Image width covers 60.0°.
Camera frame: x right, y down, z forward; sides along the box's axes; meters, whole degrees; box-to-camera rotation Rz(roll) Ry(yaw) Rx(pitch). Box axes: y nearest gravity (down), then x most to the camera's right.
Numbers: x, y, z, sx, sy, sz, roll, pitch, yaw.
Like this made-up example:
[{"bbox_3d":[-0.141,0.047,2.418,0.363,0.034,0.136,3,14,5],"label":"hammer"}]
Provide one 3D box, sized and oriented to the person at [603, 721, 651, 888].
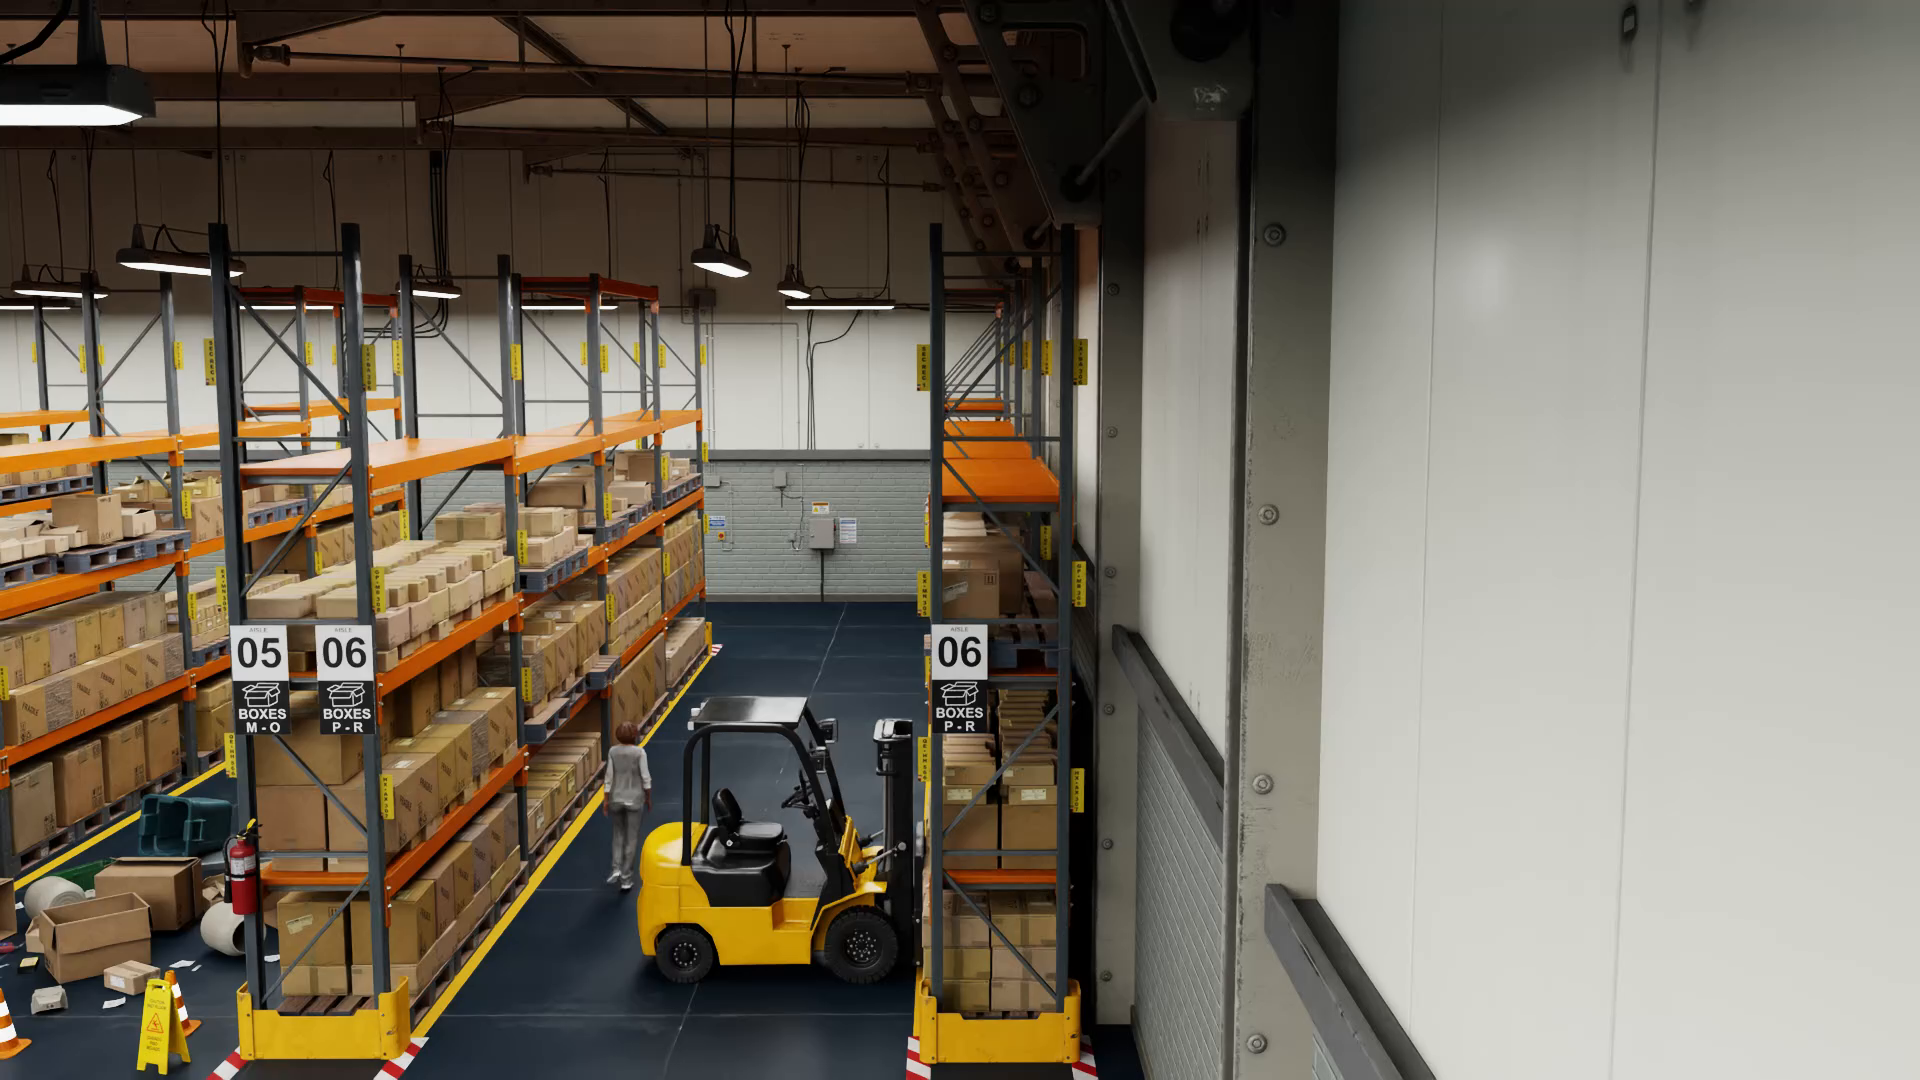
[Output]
[{"bbox_3d":[-3.186,2.515,15.871,0.467,1.588,0.469,0,7,4],"label":"person"}]
